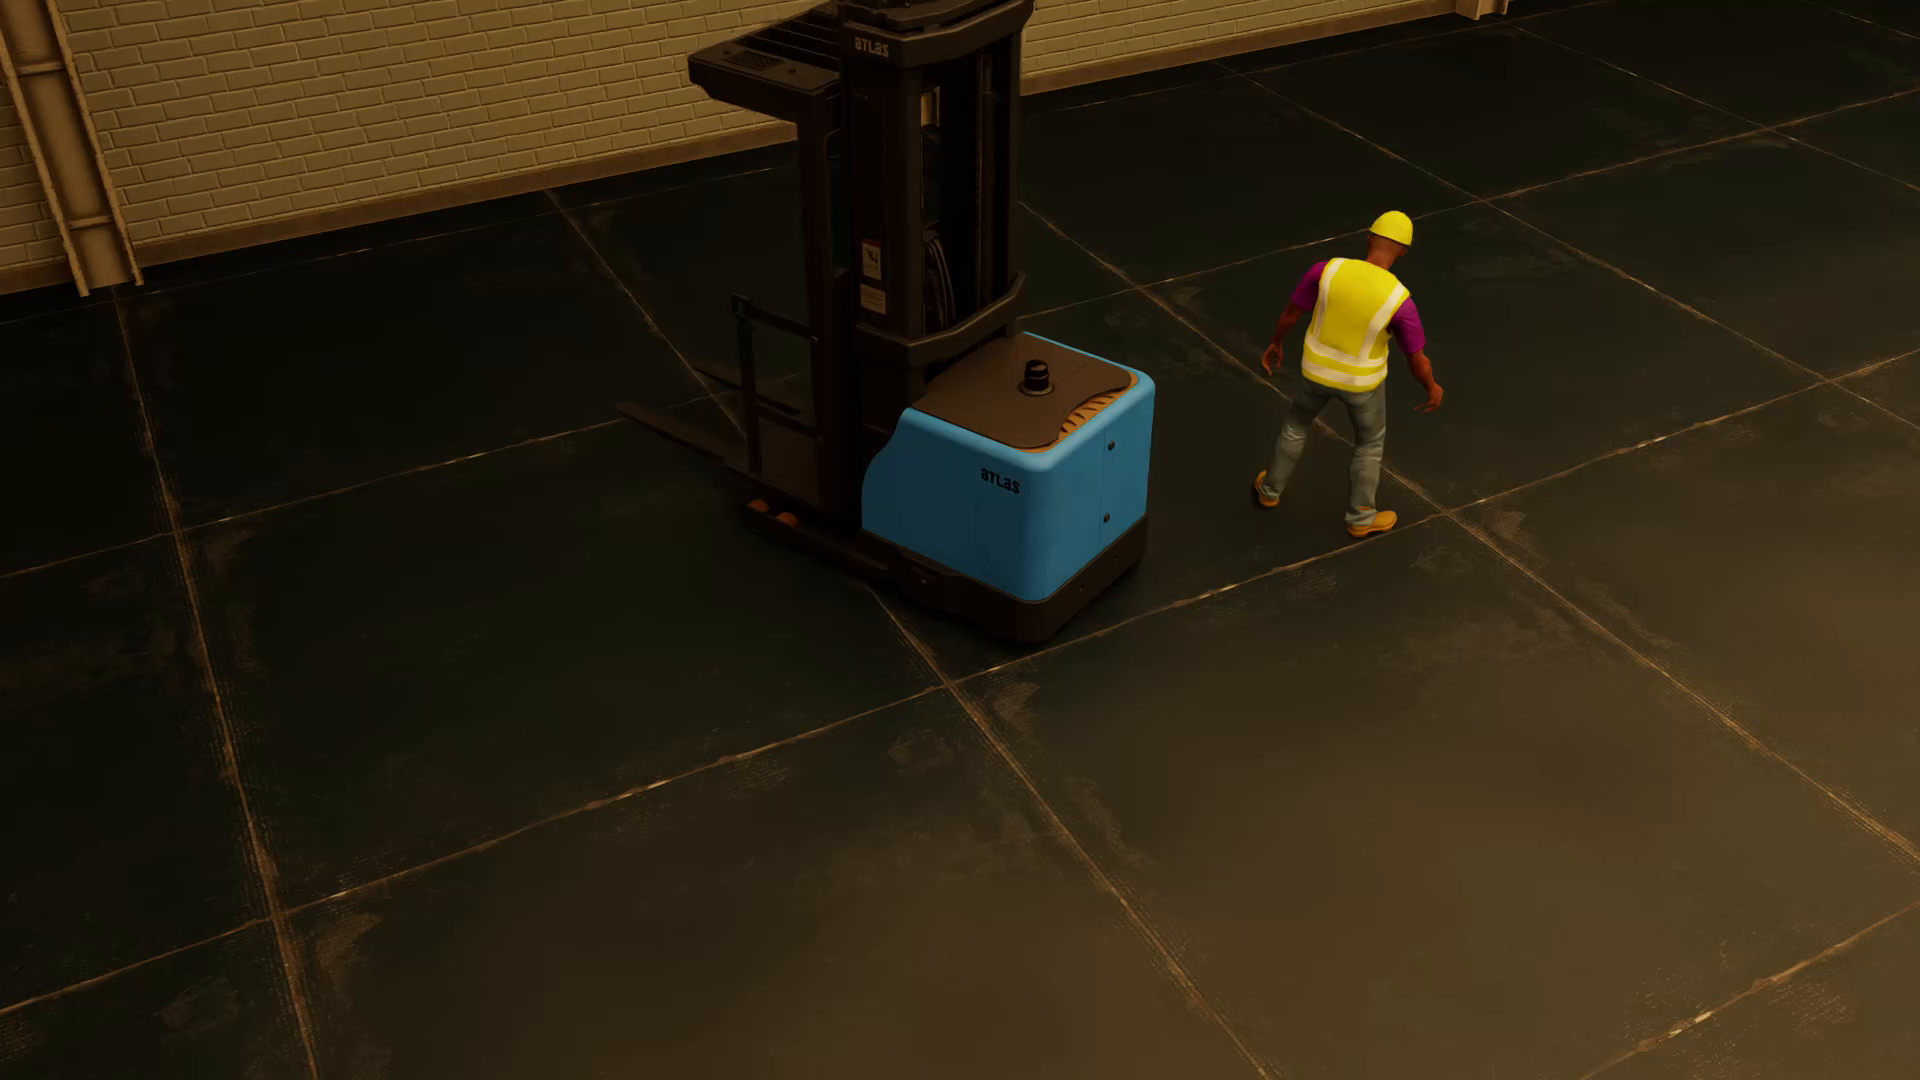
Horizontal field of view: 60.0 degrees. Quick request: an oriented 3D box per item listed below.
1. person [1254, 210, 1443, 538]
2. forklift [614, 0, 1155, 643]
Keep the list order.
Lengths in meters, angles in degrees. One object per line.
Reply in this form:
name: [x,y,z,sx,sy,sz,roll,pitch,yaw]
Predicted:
person: [1.971,-0.854,8.376,0.906,1.726,0.411,20,40,26]
forklift: [-0.537,-1.392,8.093,3.031,2.935,1.130,23,42,29]
